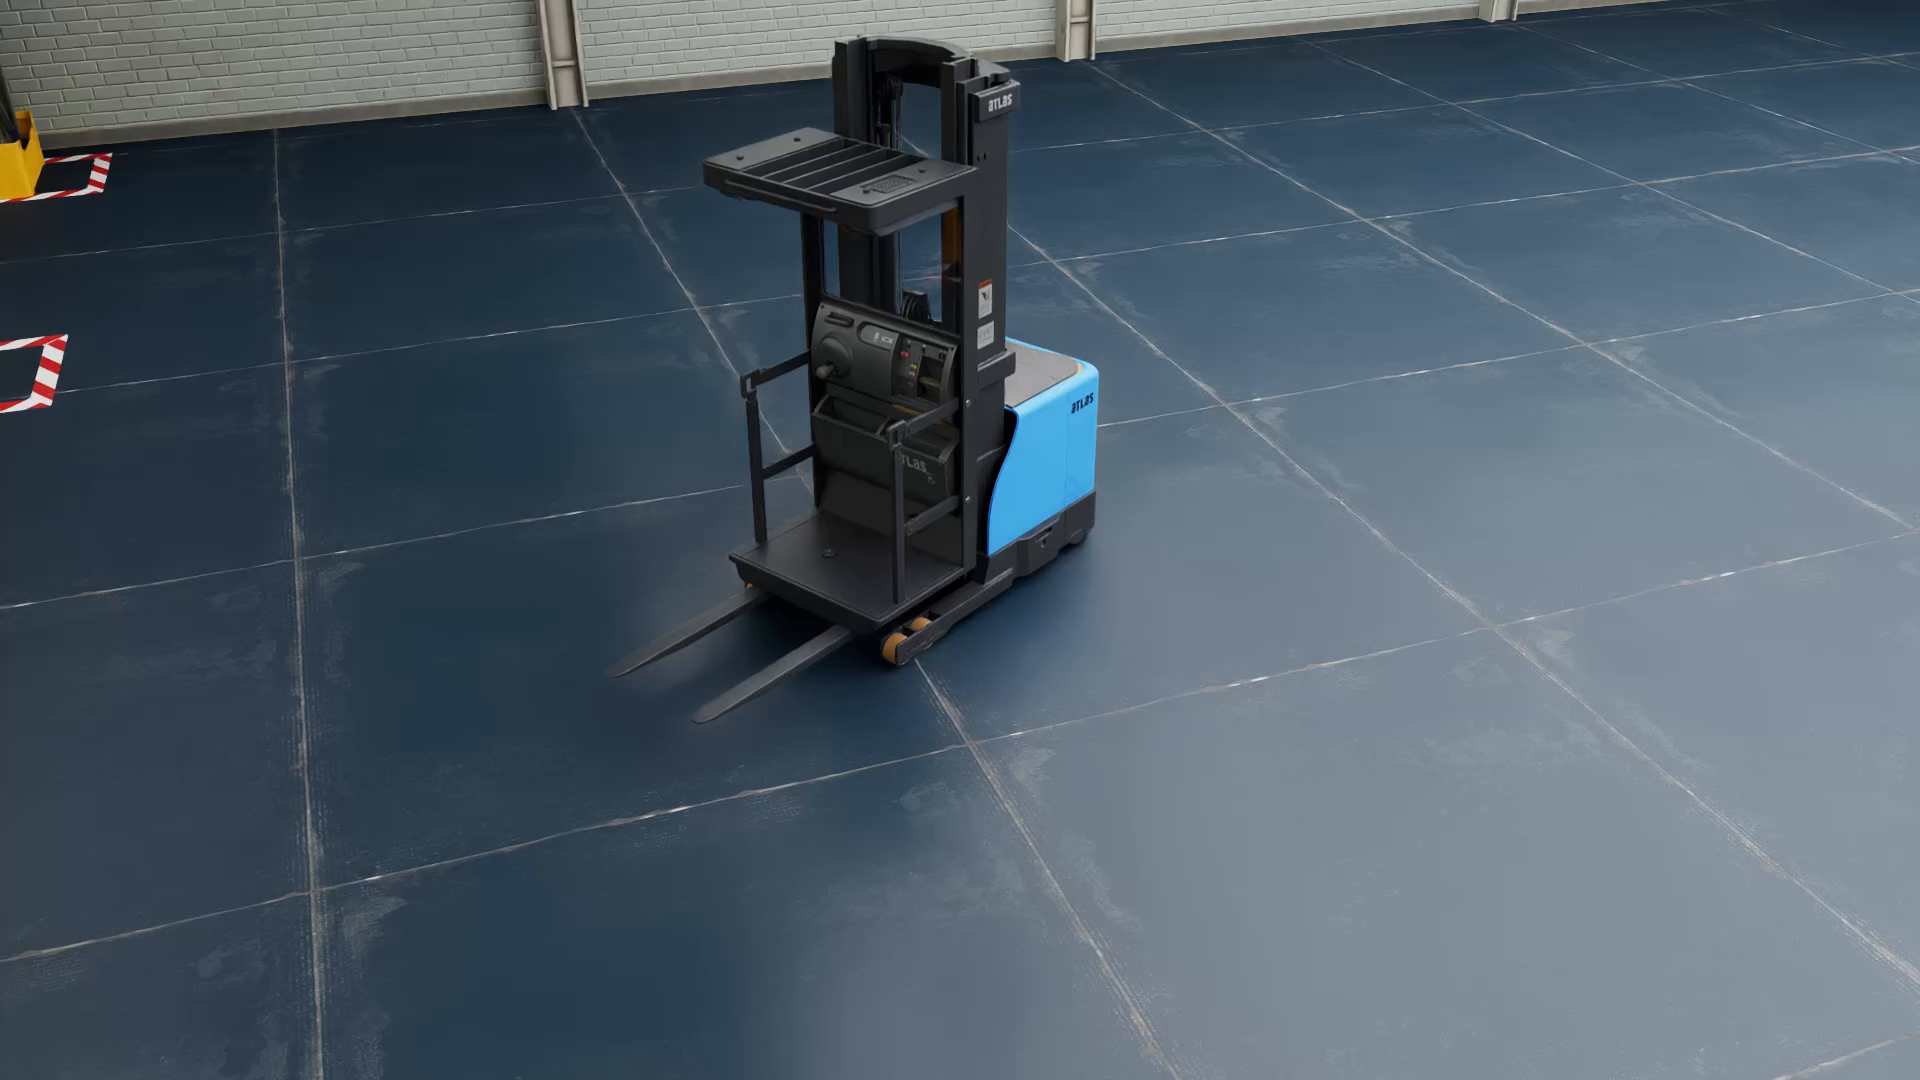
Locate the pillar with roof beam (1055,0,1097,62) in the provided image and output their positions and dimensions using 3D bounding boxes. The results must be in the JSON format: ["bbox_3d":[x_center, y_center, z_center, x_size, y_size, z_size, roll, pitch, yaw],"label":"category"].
[{"bbox_3d":[2.872,-7.675,14.131,0.400,9.000,9.100,-10,31,-18],"label":"pillar with roof beam"}]

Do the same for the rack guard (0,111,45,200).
[{"bbox_3d":[-8.887,-3.615,15.590,0.348,0.500,1.175,-10,31,-18],"label":"rack guard"}]

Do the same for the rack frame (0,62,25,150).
[{"bbox_3d":[-8.909,-4.697,14.964,0.127,3.000,1.000,-10,31,-18],"label":"rack frame"}]

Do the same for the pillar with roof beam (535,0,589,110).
[{"bbox_3d":[-2.752,-6.640,12.314,0.400,9.000,9.100,-10,31,-18],"label":"pillar with roof beam"}]

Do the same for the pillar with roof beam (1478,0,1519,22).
[{"bbox_3d":[8.495,-8.711,15.949,0.400,9.000,9.100,-10,31,-18],"label":"pillar with roof beam"}]

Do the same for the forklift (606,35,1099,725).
[{"bbox_3d":[-0.527,-0.903,8.374,1.130,2.935,3.031,22,36,33],"label":"forklift"}]
